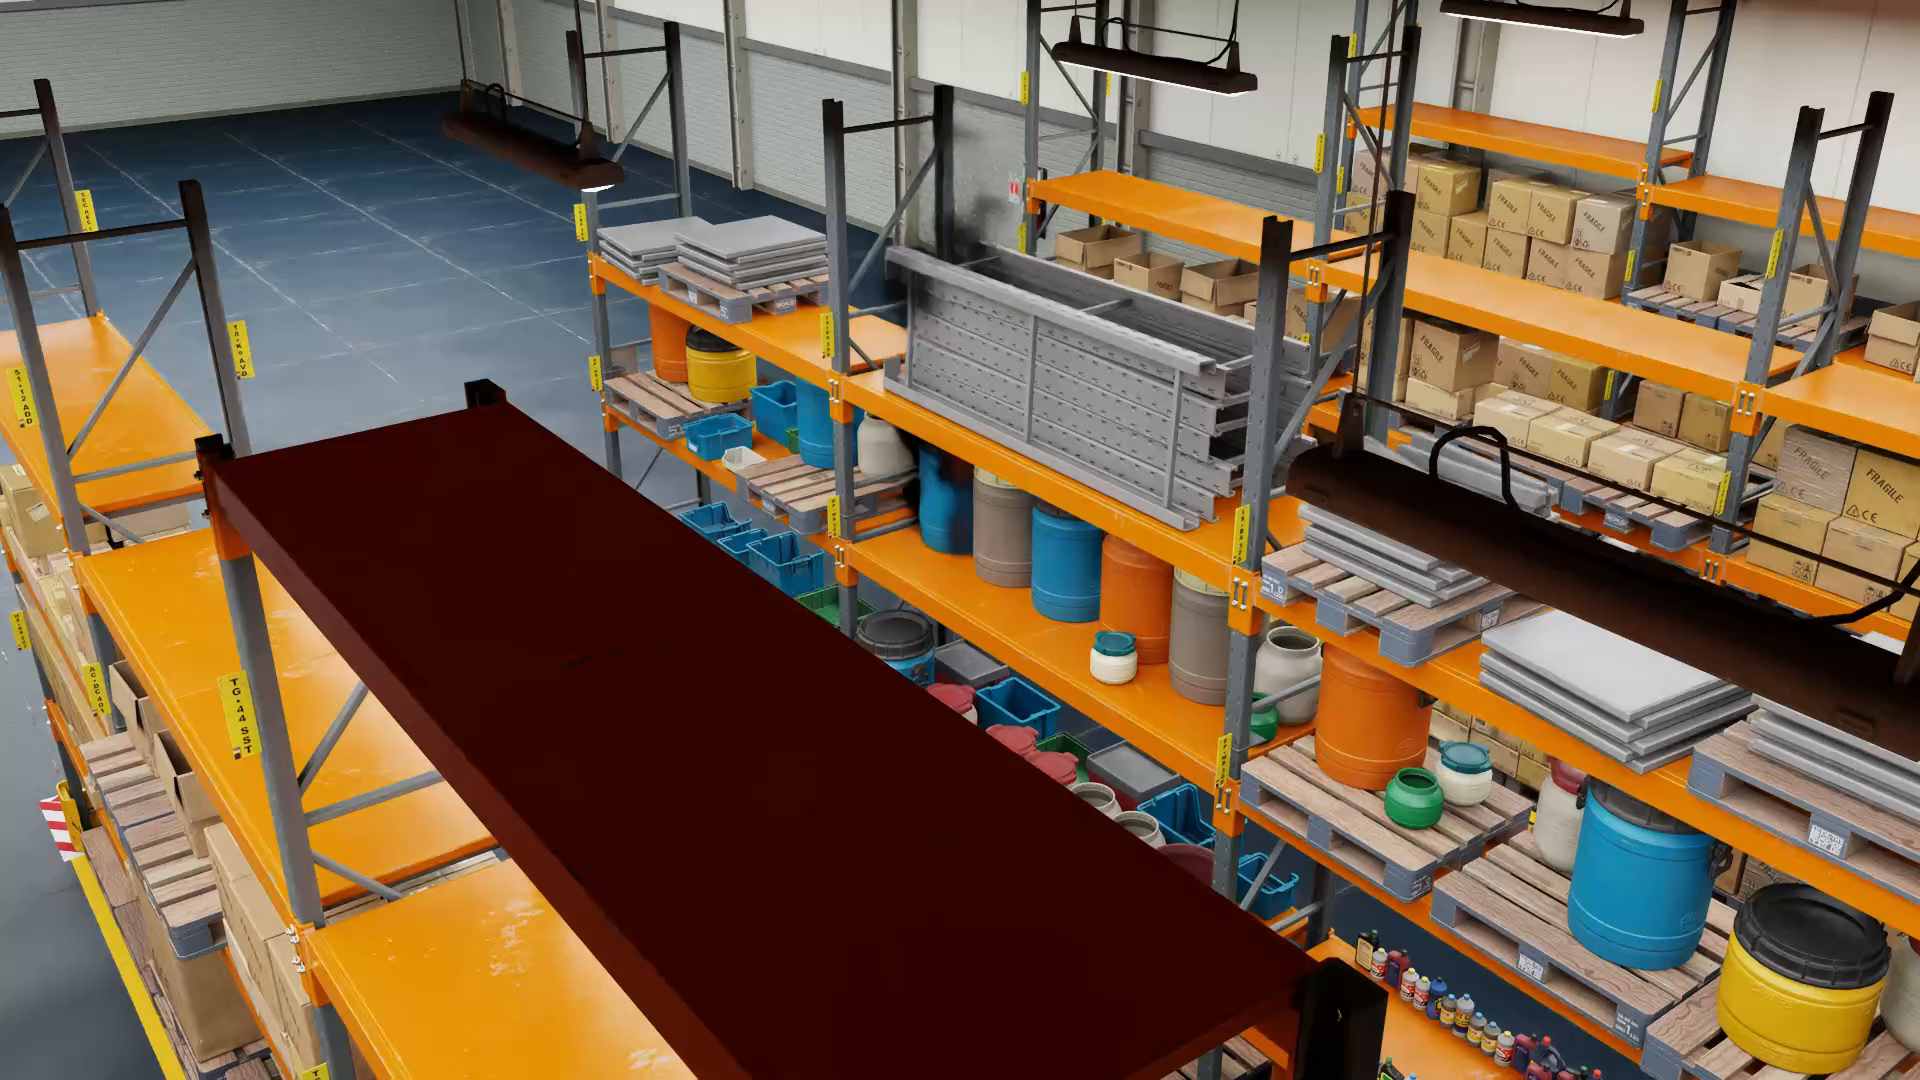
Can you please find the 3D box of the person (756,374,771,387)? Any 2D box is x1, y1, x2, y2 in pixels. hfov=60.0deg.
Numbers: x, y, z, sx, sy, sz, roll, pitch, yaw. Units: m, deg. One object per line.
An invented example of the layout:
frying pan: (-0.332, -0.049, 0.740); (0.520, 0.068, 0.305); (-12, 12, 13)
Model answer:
person: (-2.350, -1.204, 19.709); (0.629, 1.578, 0.545); (-1, 25, -3)
